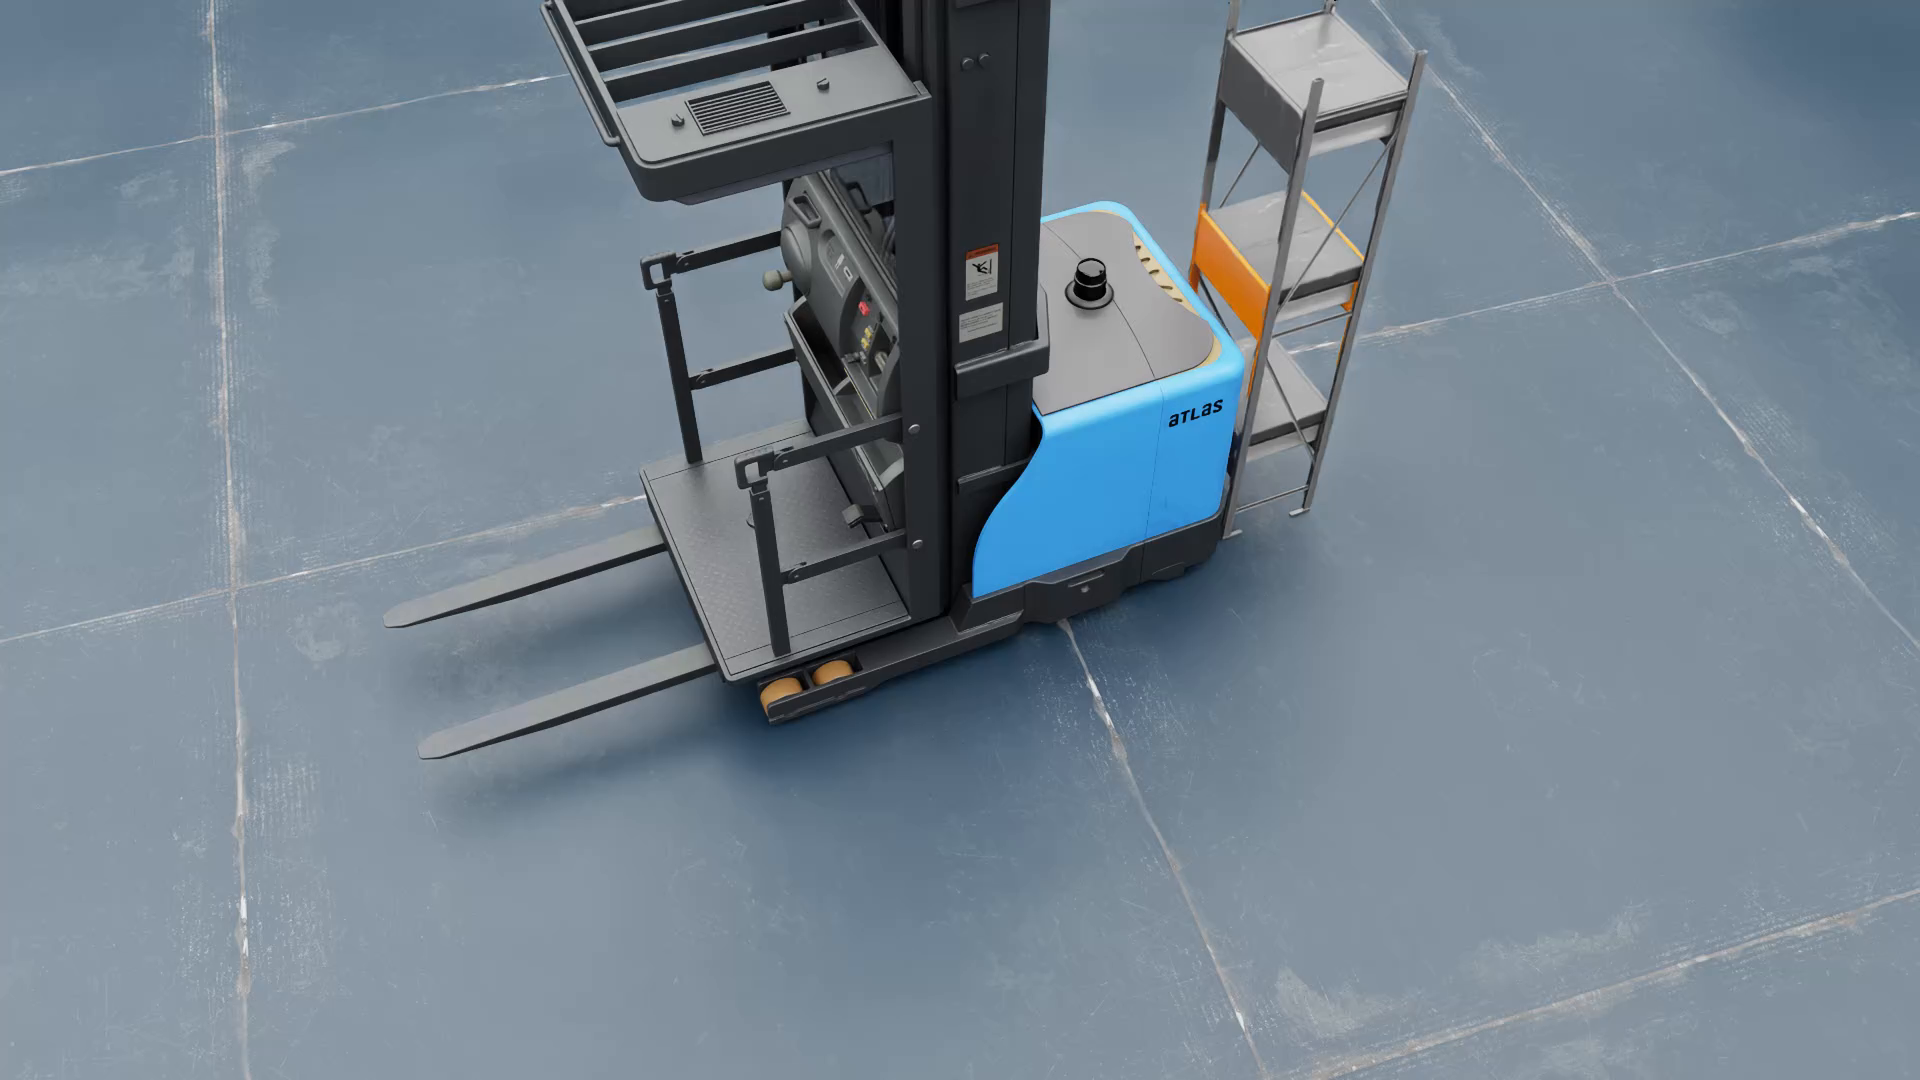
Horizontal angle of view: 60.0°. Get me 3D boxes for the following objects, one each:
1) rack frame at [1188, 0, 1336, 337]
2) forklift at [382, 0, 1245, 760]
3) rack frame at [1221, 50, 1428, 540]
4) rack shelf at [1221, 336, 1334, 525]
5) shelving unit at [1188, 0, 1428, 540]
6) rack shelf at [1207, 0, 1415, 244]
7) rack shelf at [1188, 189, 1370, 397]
[{"bbox_3d":[1.026,-1.086,6.078,0.400,2.100,0.015,-18,52,-15],"label":"rack frame"},{"bbox_3d":[-0.571,-0.755,5.259,3.031,2.935,1.130,-18,52,-15],"label":"forklift"},{"bbox_3d":[1.222,-0.744,5.790,0.400,2.100,0.015,-18,52,-15],"label":"rack frame"},{"bbox_3d":[1.117,-0.453,6.478,0.431,0.518,0.480,-18,52,-15],"label":"rack shelf"},{"bbox_3d":[1.124,-0.915,5.934,0.431,2.100,0.503,-18,52,-15],"label":"shelving unit"},{"bbox_3d":[1.131,-1.360,5.411,0.431,0.518,0.480,-18,52,-15],"label":"rack shelf"},{"bbox_3d":[1.124,-0.906,5.945,0.431,0.518,0.480,-18,52,-15],"label":"rack shelf"}]
